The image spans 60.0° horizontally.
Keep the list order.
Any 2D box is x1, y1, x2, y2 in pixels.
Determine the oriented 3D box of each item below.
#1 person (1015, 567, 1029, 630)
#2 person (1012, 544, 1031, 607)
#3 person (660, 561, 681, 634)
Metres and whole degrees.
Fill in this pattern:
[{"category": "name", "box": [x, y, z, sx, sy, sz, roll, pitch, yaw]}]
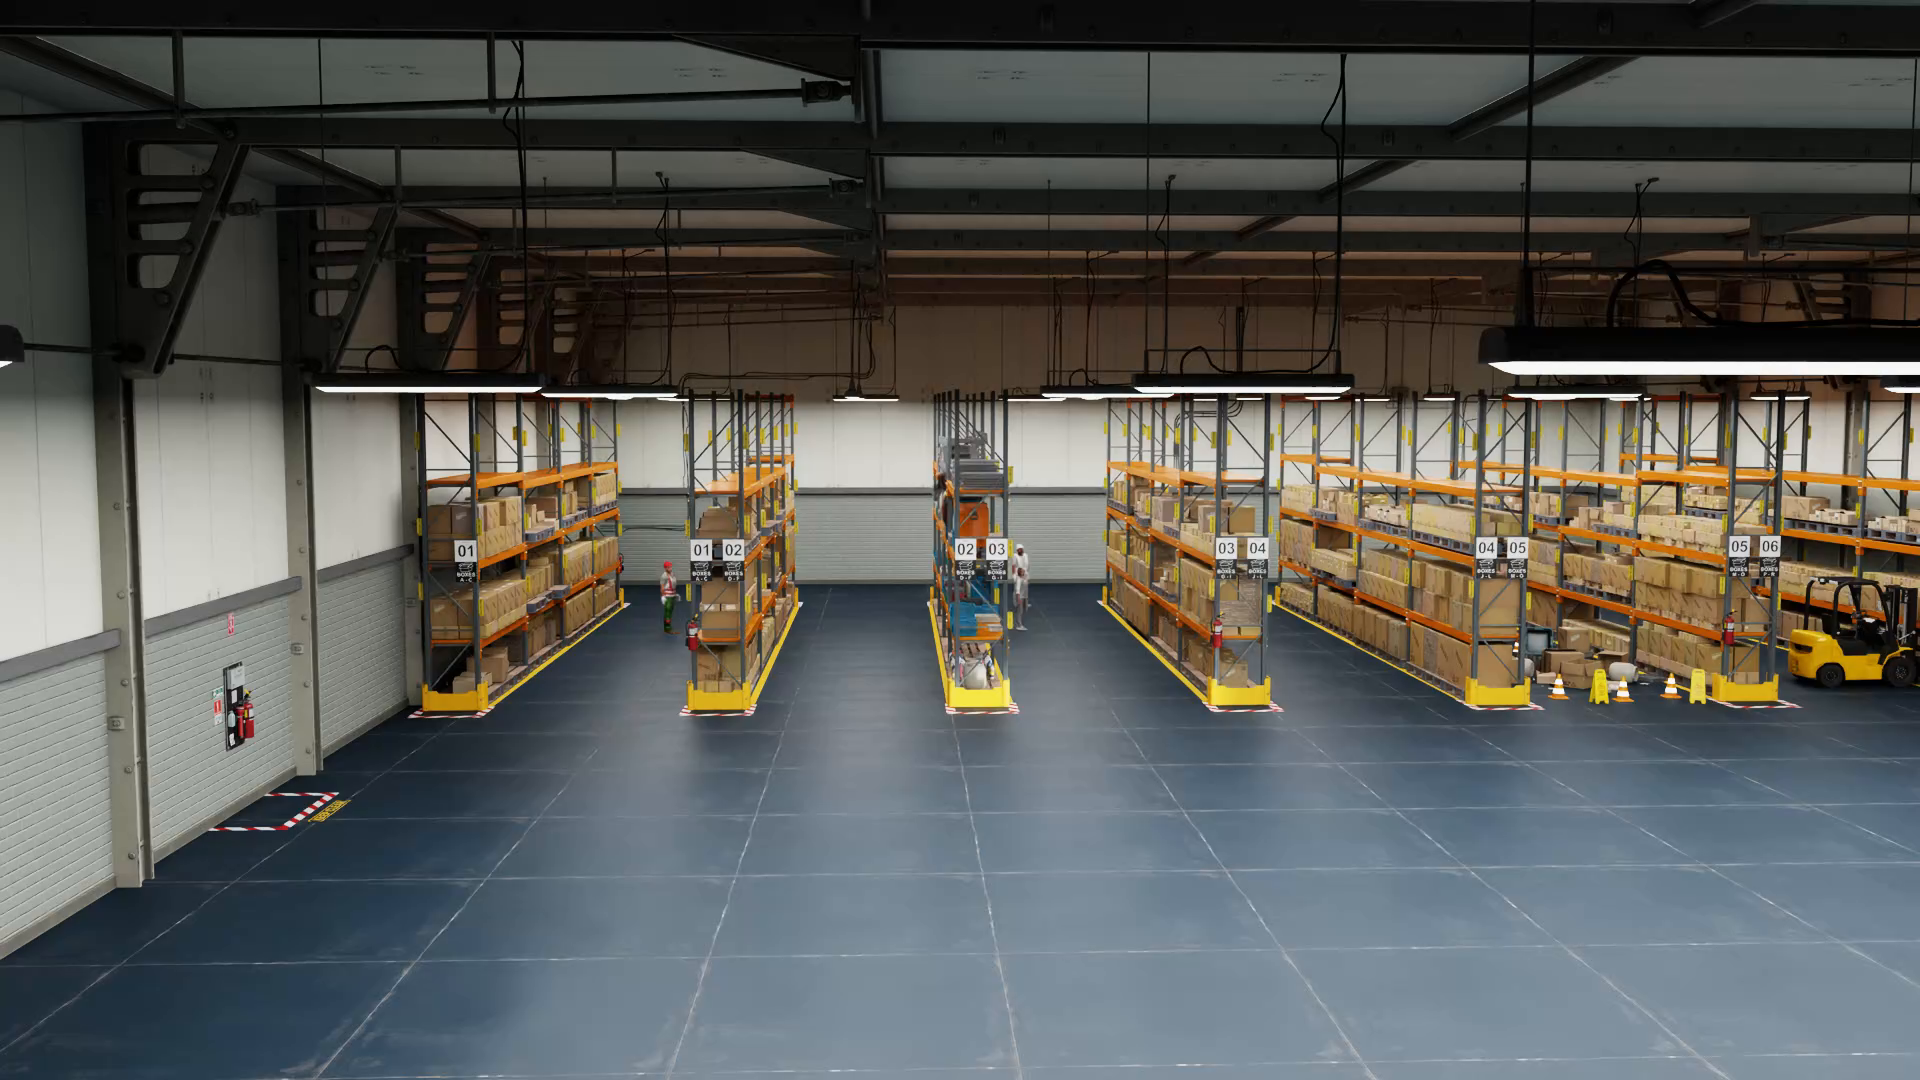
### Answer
[{"category": "person", "box": [1.555, 1.484, 42.237, 0.387, 1.602, 0.473, 3, 5, 31]}, {"category": "person", "box": [1.710, 1.001, 46.964, 0.610, 1.794, 0.363, -4, 6, -42]}, {"category": "person", "box": [-7.233, 1.432, 41.644, 0.438, 1.801, 0.611, 1, 5, 7]}]
